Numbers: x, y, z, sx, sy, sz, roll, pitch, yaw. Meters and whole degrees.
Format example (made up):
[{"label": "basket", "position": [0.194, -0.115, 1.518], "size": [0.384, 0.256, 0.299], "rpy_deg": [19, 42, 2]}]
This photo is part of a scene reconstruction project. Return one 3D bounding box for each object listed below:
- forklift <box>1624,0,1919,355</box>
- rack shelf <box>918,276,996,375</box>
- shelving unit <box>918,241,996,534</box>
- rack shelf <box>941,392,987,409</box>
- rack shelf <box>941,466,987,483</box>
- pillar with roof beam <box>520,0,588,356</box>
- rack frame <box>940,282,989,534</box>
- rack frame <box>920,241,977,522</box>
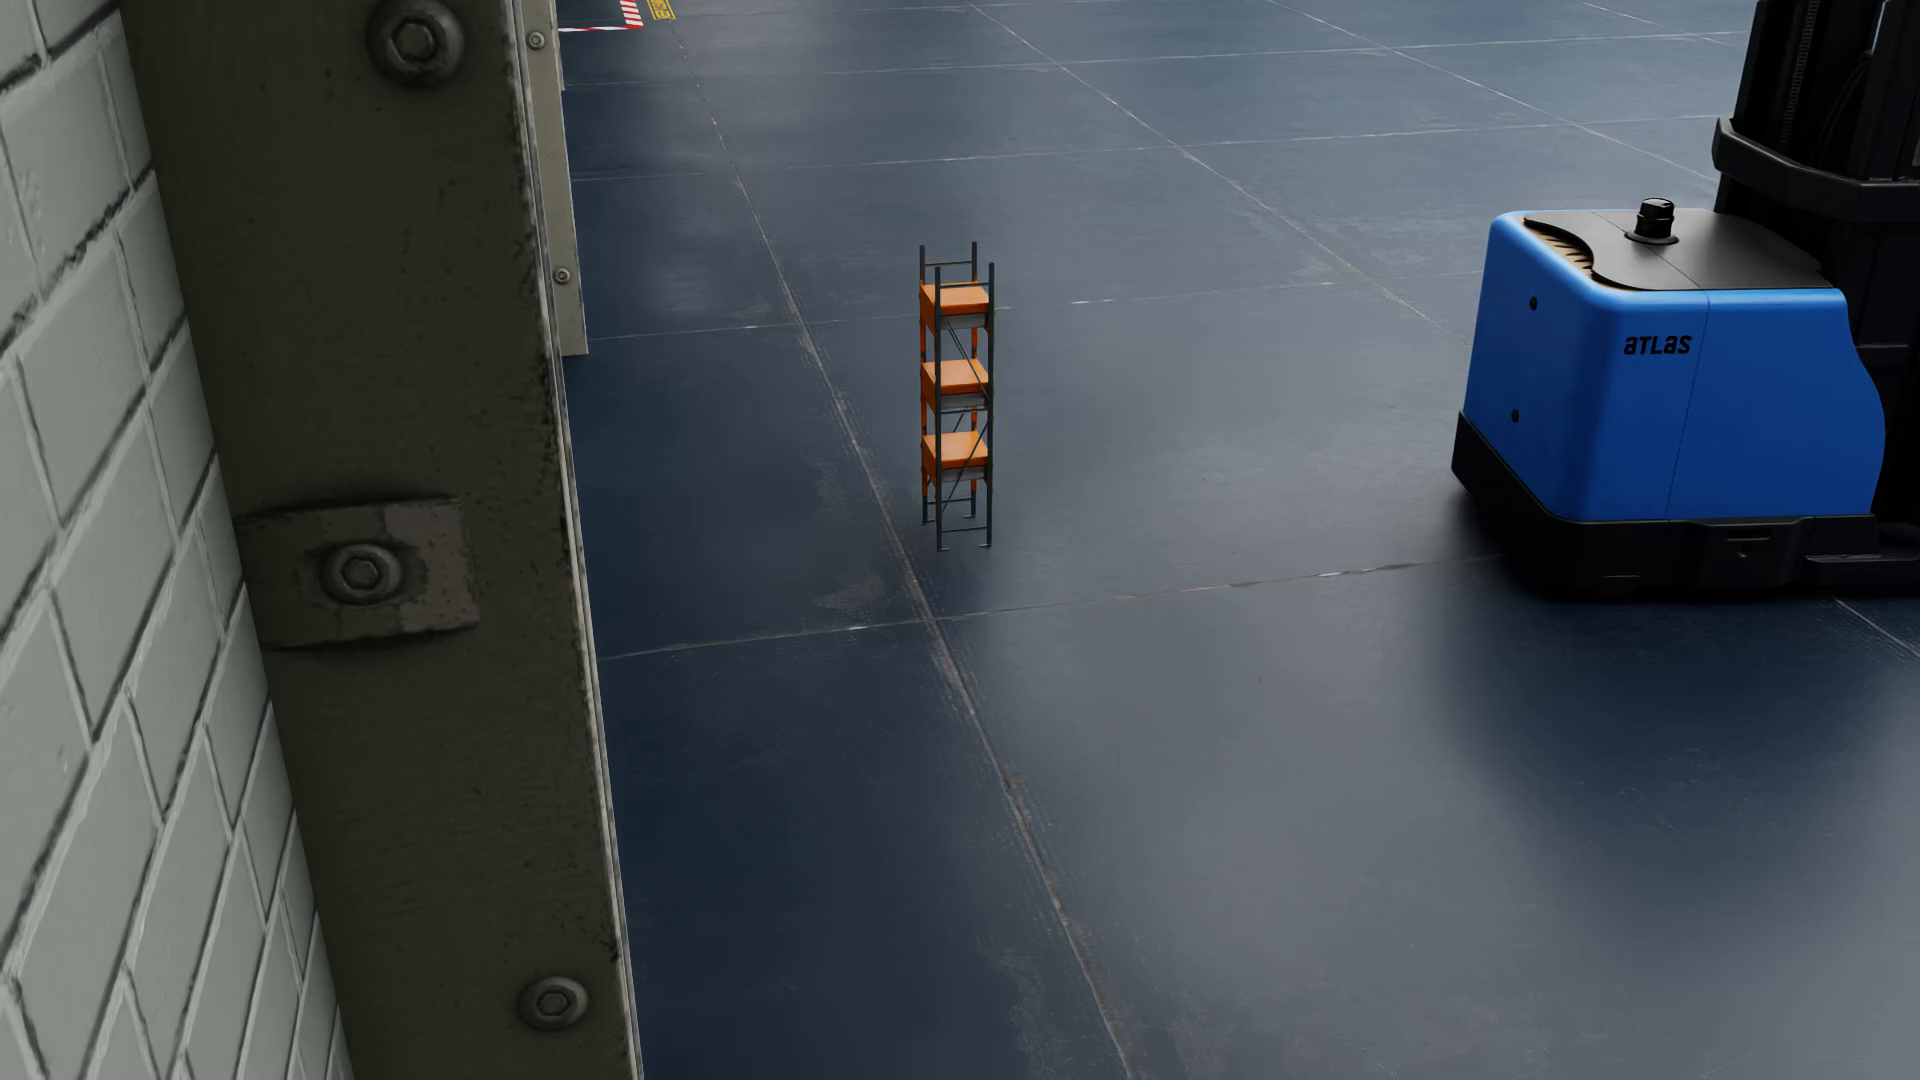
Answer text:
[{"label": "forklift", "position": [11.623, -11.936, 26.153], "size": [22.140, 3.159, 46.598], "rpy_deg": [-2, 27, -3]}, {"label": "rack shelf", "position": [-0.012, -0.736, 5.693], "size": [0.215, 0.259, 0.240], "rpy_deg": [-6, 27, -12]}, {"label": "shelving unit", "position": [-0.012, -0.493, 5.817], "size": [0.215, 1.050, 0.249], "rpy_deg": [-6, 27, -12]}, {"label": "rack shelf", "position": [-0.012, -0.527, 5.798], "size": [0.166, 0.050, 0.221], "rpy_deg": [-6, 27, -12]}, {"label": "rack shelf", "position": [-0.012, -0.279, 5.923], "size": [0.166, 0.050, 0.221], "rpy_deg": [-6, 27, -12]}, {"label": "pillar with roof beam", "position": [2.273, -5.390, 6.697], "size": [9.100, 9.000, 0.400], "rpy_deg": [-6, 27, -12]}, {"label": "rack frame", "position": [0.016, -0.439, 5.710], "size": [0.190, 0.915, 0.003], "rpy_deg": [-6, 27, -12]}, {"label": "rack frame", "position": [-0.040, -0.546, 5.922], "size": [0.200, 1.050, 0.008], "rpy_deg": [-6, 27, -12]}]
